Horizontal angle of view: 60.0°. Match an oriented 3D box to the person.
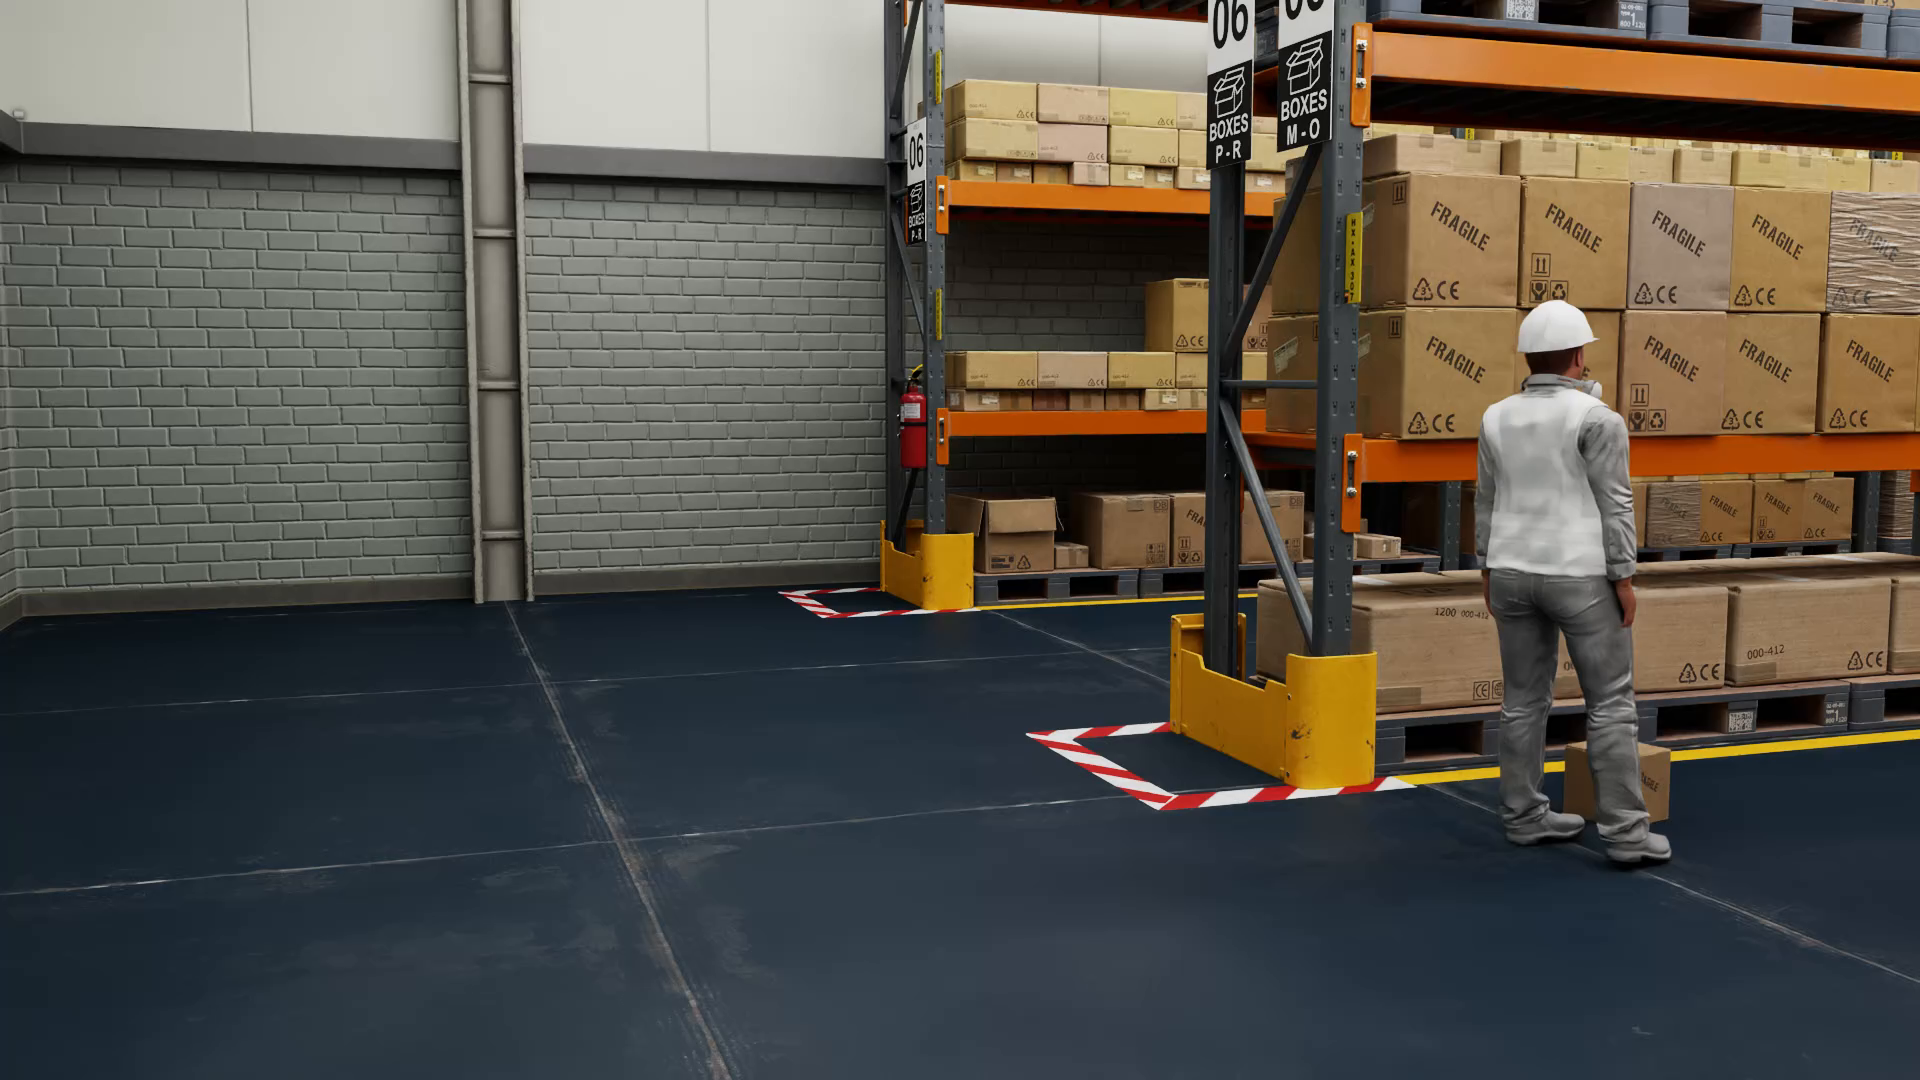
[{"bbox_3d":[1.974,0.123,5.381,0.394,1.778,0.632,-5,7,-39],"label":"person"}]
